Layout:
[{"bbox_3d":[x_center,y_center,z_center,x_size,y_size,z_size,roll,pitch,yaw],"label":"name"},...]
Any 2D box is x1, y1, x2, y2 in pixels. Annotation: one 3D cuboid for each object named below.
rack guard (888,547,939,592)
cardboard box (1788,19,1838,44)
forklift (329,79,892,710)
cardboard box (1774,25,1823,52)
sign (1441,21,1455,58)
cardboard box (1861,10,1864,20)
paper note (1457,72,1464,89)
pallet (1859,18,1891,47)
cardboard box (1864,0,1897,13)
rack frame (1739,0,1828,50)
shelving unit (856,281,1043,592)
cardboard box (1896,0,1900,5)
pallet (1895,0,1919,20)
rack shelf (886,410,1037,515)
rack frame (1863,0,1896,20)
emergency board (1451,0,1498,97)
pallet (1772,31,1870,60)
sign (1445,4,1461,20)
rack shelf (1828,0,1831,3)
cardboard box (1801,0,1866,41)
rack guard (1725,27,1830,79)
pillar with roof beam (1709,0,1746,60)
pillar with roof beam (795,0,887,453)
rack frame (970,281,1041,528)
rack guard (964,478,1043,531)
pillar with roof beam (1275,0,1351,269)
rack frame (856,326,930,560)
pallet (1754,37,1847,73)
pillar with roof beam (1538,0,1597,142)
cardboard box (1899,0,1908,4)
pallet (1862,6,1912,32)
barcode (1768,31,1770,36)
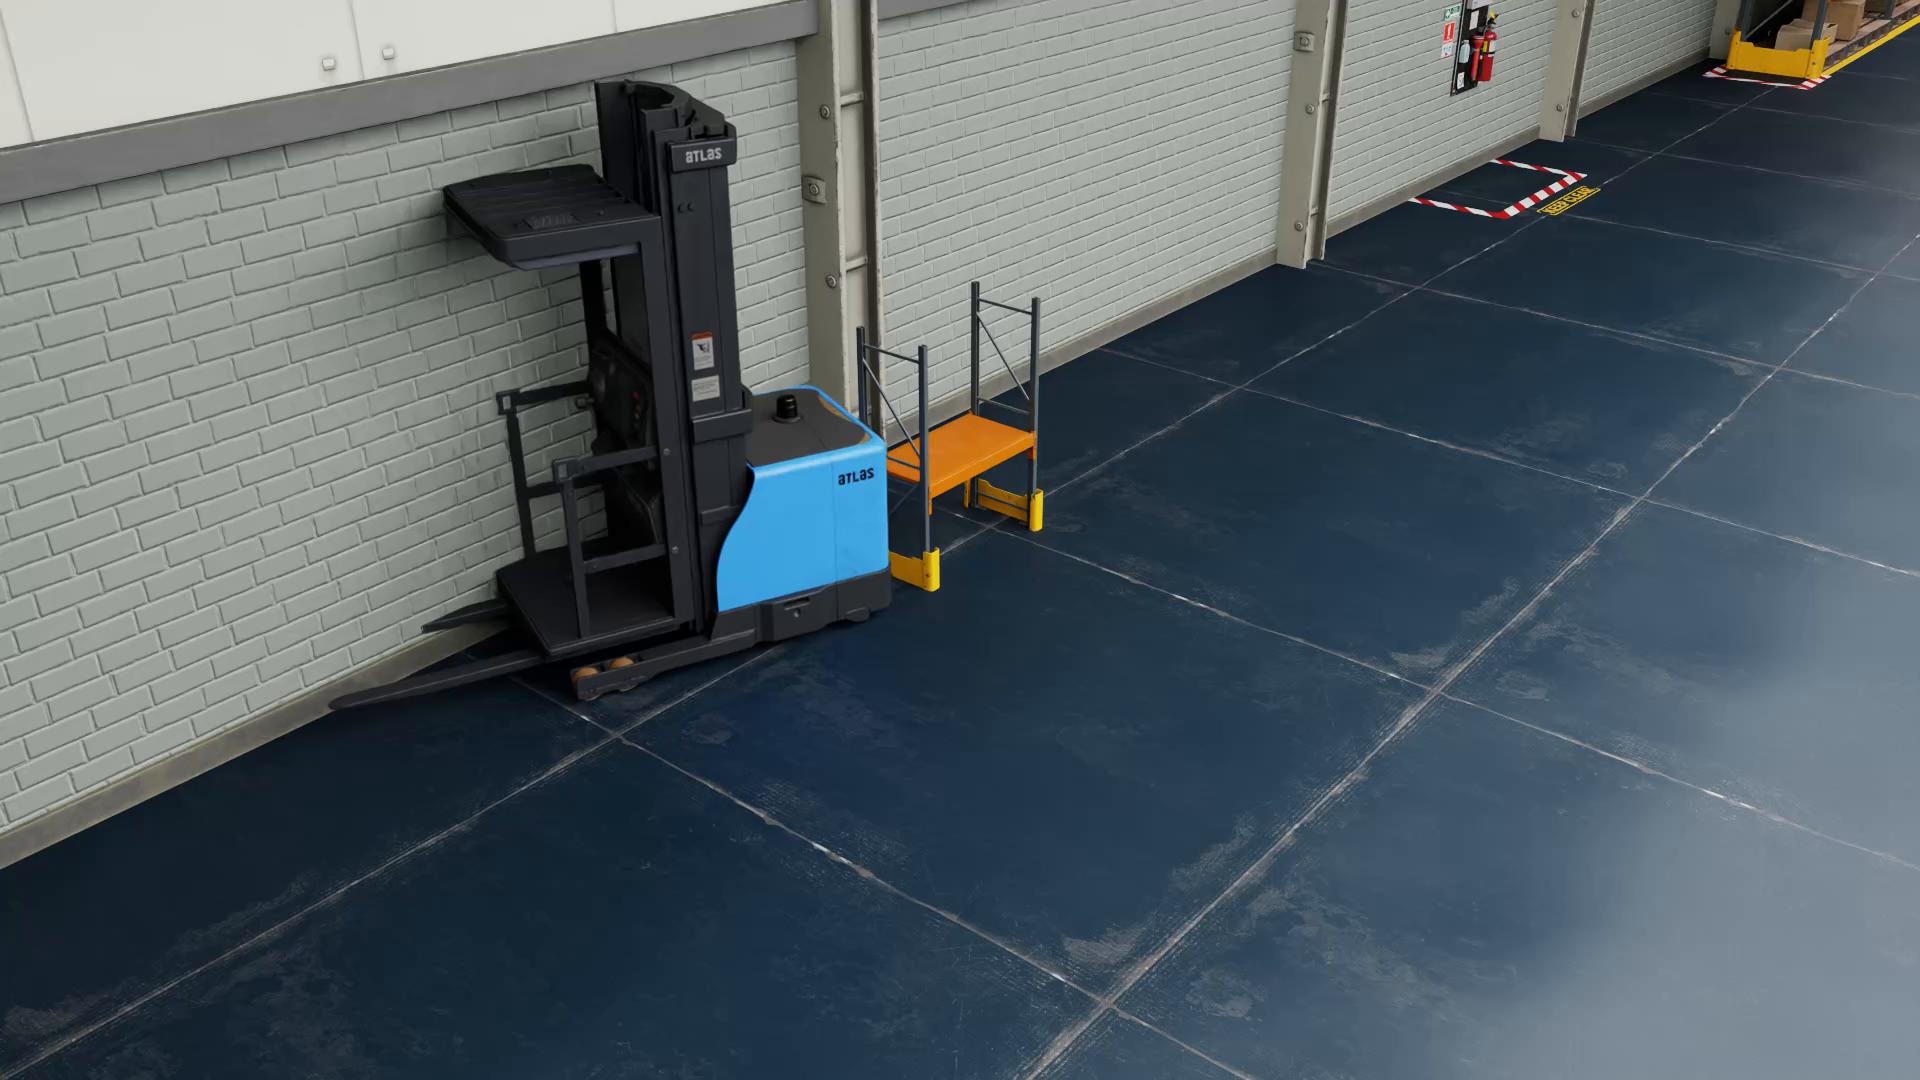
[{"bbox_3d":[-0.365,0.093,9.799,0.587,0.250,0.087,21,34,34],"label":"rack guard"},{"bbox_3d":[11.818,-7.062,23.085,0.500,0.311,0.500,24,36,38],"label":"cardboard box"},{"bbox_3d":[-1.926,-0.746,8.503,3.031,2.935,1.130,-14,31,-25],"label":"forklift"},{"bbox_3d":[11.456,-6.860,22.694,0.500,0.311,0.500,17,32,29],"label":"cardboard box"},{"bbox_3d":[4.875,-4.999,16.609,0.001,0.329,0.234,21,34,34],"label":"sign"},{"bbox_3d":[13.173,-7.797,24.662,0.380,0.166,0.250,16,31,28],"label":"cardboard box"},{"bbox_3d":[5.140,-4.715,17.058,0.016,0.148,0.142,21,34,34],"label":"paper note"},{"bbox_3d":[13.091,-7.571,24.656,1.003,0.211,1.213,21,34,34],"label":"pallet"},{"bbox_3d":[13.946,-8.409,25.482,0.700,0.500,0.500,22,35,36],"label":"cardboard box"},{"bbox_3d":[10.946,-7.640,21.754,1.000,3.000,0.127,21,34,34],"label":"rack frame"},{"bbox_3d":[-0.048,-0.639,9.853,0.587,1.500,1.083,21,34,34],"label":"shelving unit"},{"bbox_3d":[14.236,-8.607,25.865,0.700,0.500,0.500,20,33,33],"label":"cardboard box"},{"bbox_3d":[14.760,-8.531,26.510,1.003,0.211,1.213,21,34,34],"label":"pallet"},{"bbox_3d":[-0.054,-0.476,9.930,0.538,0.185,1.000,21,34,34],"label":"rack shelf"},{"bbox_3d":[13.490,-9.058,24.495,1.000,3.000,0.127,21,34,34],"label":"rack frame"},{"bbox_3d":[5.306,-5.149,16.938,0.194,1.169,0.643,21,34,34],"label":"emergency board"},{"bbox_3d":[12.315,-7.137,23.816,1.003,0.211,1.213,21,34,34],"label":"pallet"},{"bbox_3d":[4.885,-5.233,16.486,0.001,0.109,0.331,21,34,34],"label":"sign"},{"bbox_3d":[12.218,-8.030,23.290,1.077,0.370,4.000,21,34,34],"label":"rack shelf"},{"bbox_3d":[12.324,-7.392,23.516,0.700,0.500,0.500,18,33,31],"label":"cardboard box"},{"bbox_3d":[10.995,-6.557,22.380,1.175,0.500,0.348,21,34,34],"label":"rack guard"},{"bbox_3d":[14.046,-9.547,18.912,9.100,9.000,0.400,21,34,34],"label":"pillar with roof beam"},{"bbox_3d":[2.597,-3.166,6.575,9.100,9.000,0.400,21,34,34],"label":"pillar with roof beam"},{"bbox_3d":[0.269,-0.816,10.195,0.500,1.500,0.032,21,34,34],"label":"rack frame"},{"bbox_3d":[0.268,-0.261,10.482,0.587,0.250,0.087,21,34,34],"label":"rack guard"},{"bbox_3d":[6.413,-5.293,10.688,9.100,9.000,0.400,21,34,34],"label":"pillar with roof beam"},{"bbox_3d":[-0.378,-0.456,9.499,0.500,1.500,0.032,21,34,34],"label":"rack frame"},{"bbox_3d":[11.539,-6.706,22.984,1.003,0.211,1.213,21,34,34],"label":"pallet"},{"bbox_3d":[10.229,-7.420,14.800,9.100,9.000,0.400,21,34,34],"label":"pillar with roof beam"},{"bbox_3d":[14.591,-8.776,26.192,0.700,0.500,0.500,21,34,35],"label":"cardboard box"},{"bbox_3d":[13.985,-8.096,25.670,1.003,0.211,1.213,21,34,34],"label":"pallet"},{"bbox_3d":[11.159,-6.988,22.930,0.001,0.075,0.075,21,34,34],"label":"barcode"}]
